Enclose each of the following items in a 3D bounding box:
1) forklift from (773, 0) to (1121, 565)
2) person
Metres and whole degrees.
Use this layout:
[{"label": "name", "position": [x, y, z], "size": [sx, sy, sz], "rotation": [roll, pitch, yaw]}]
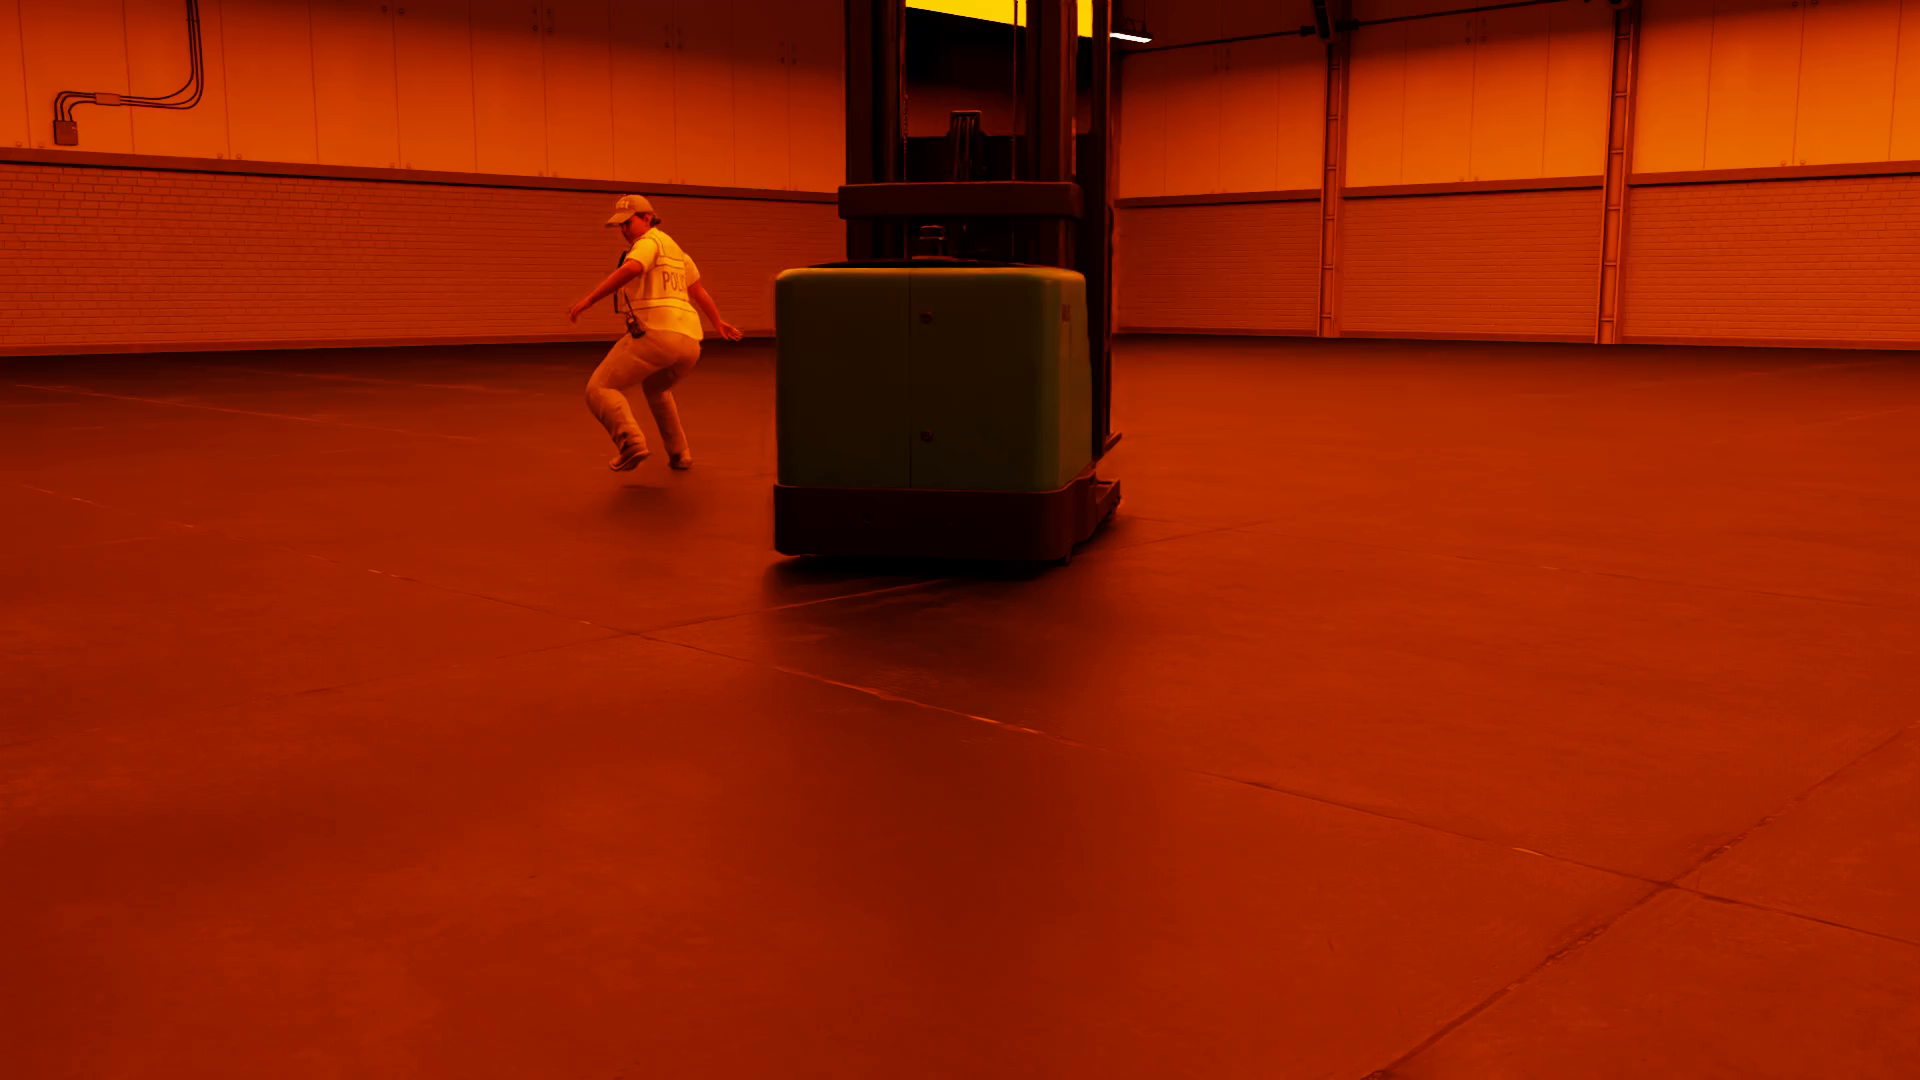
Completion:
[{"label": "forklift", "position": [0.115, -1.539, 7.092], "size": [1.130, 2.935, 3.031], "rotation": [2, 9, 11]}, {"label": "person", "position": [-1.640, -1.059, 9.007], "size": [0.516, 1.593, 1.119], "rotation": [4, 9, 23]}]
